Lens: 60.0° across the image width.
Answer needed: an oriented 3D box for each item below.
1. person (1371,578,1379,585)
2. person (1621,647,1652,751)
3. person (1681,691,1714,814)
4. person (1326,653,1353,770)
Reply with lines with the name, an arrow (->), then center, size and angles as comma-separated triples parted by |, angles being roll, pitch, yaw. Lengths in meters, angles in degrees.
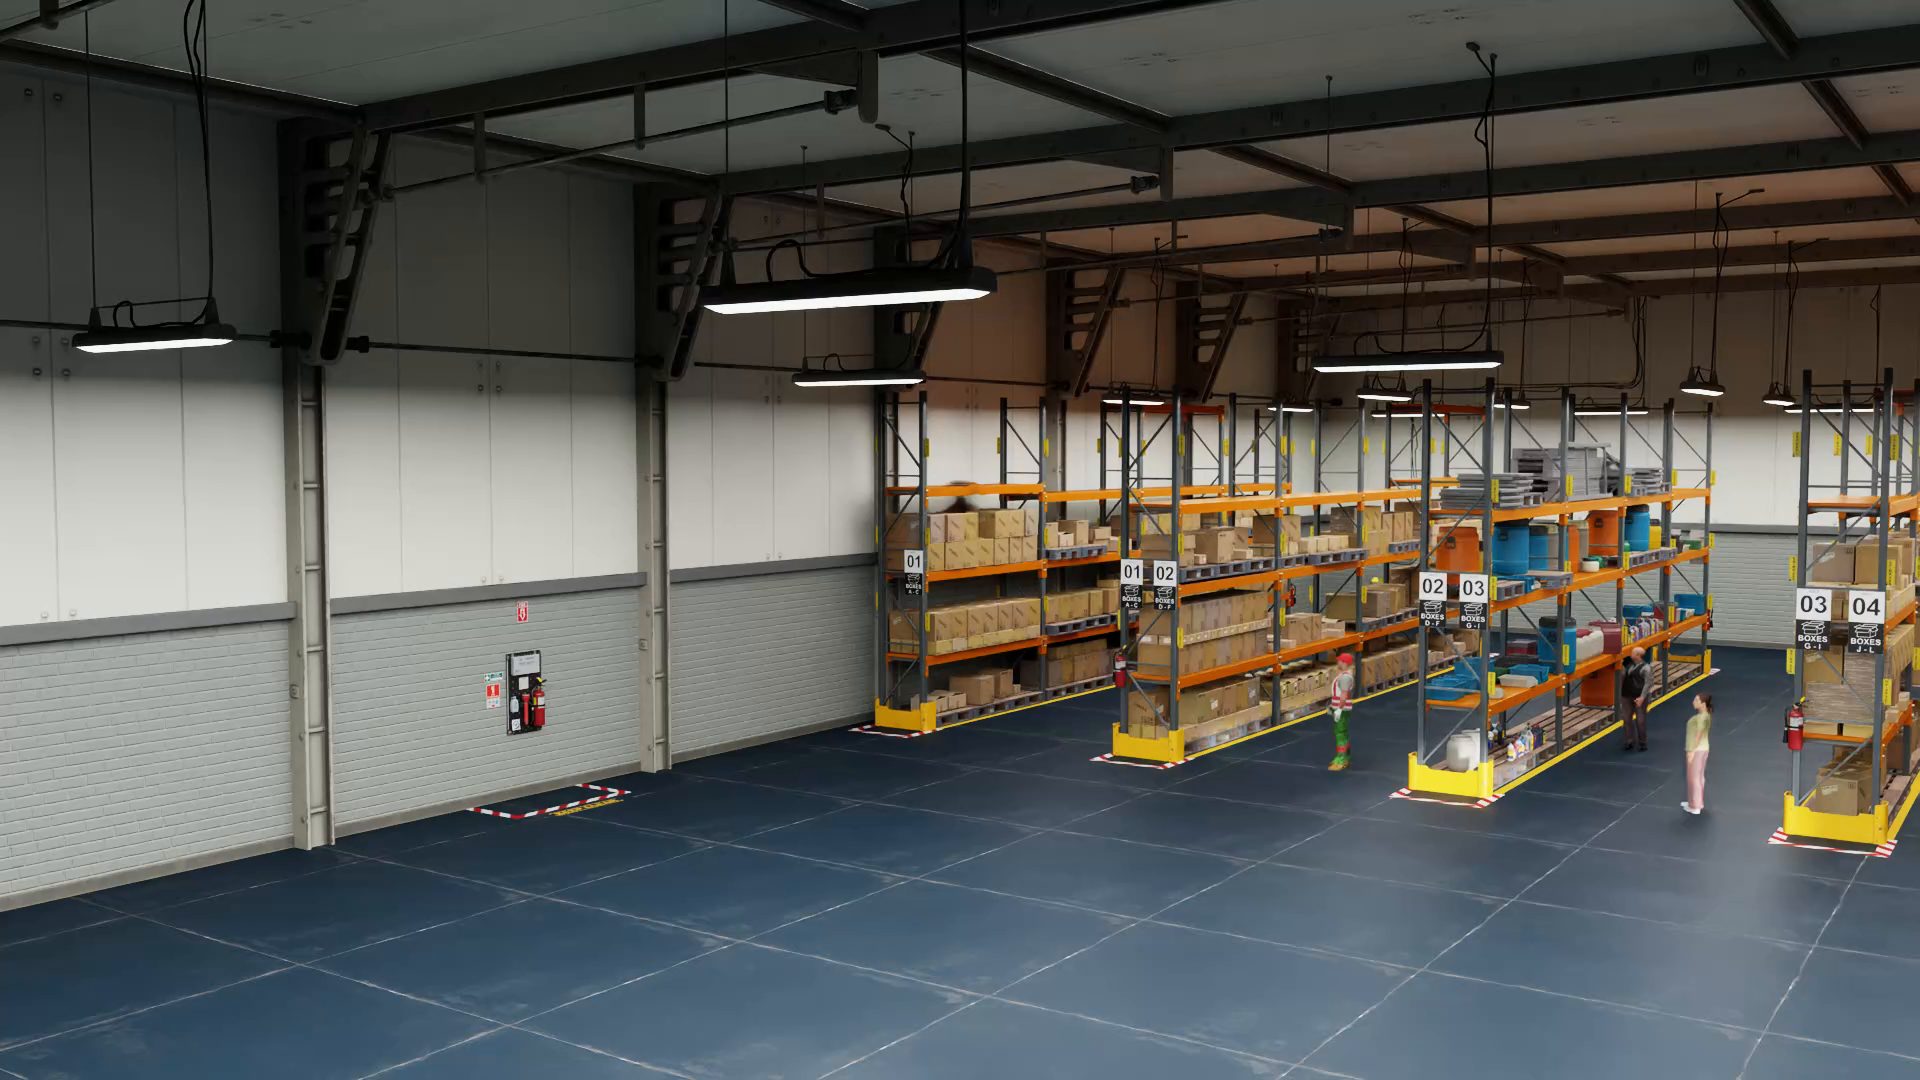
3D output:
person -> 10.396, 1.807, 41.770 | 0.610, 1.723, 0.971 | 1, 3, 17
person -> 11.160, 2.629, 27.454 | 0.485, 1.735, 0.540 | -3, 4, -43
person -> 10.083, 2.899, 22.833 | 0.512, 1.669, 0.503 | -3, 4, -41
person -> 5.924, 2.671, 25.998 | 0.499, 1.819, 0.567 | 0, 3, -5
